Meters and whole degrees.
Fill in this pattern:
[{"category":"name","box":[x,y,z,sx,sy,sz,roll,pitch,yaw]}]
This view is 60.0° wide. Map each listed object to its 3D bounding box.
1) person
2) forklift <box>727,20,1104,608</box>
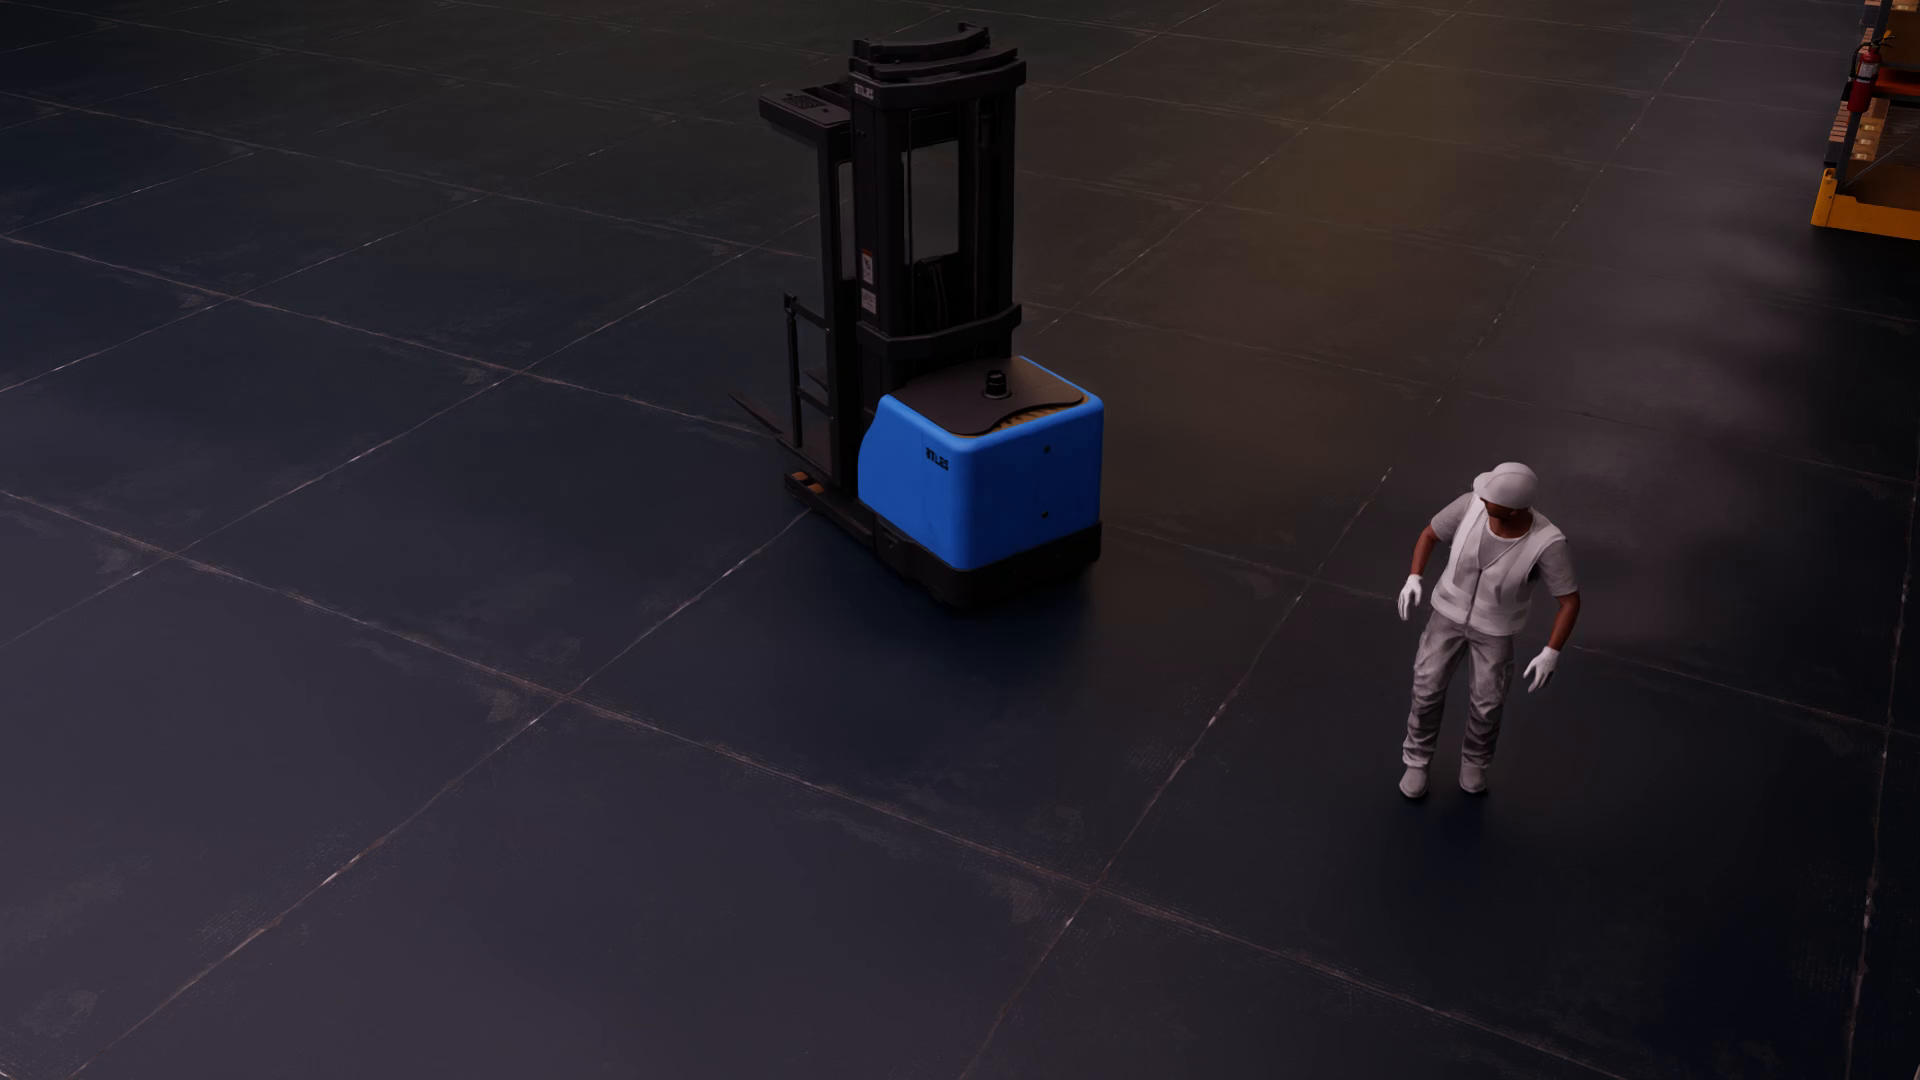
[{"category":"person","box":[2.375,0.413,7.560,0.768,1.737,0.521,17,34,27]},{"category":"forklift","box":[-0.445,-1.577,9.804,1.130,2.935,3.031,-19,35,-30]}]
